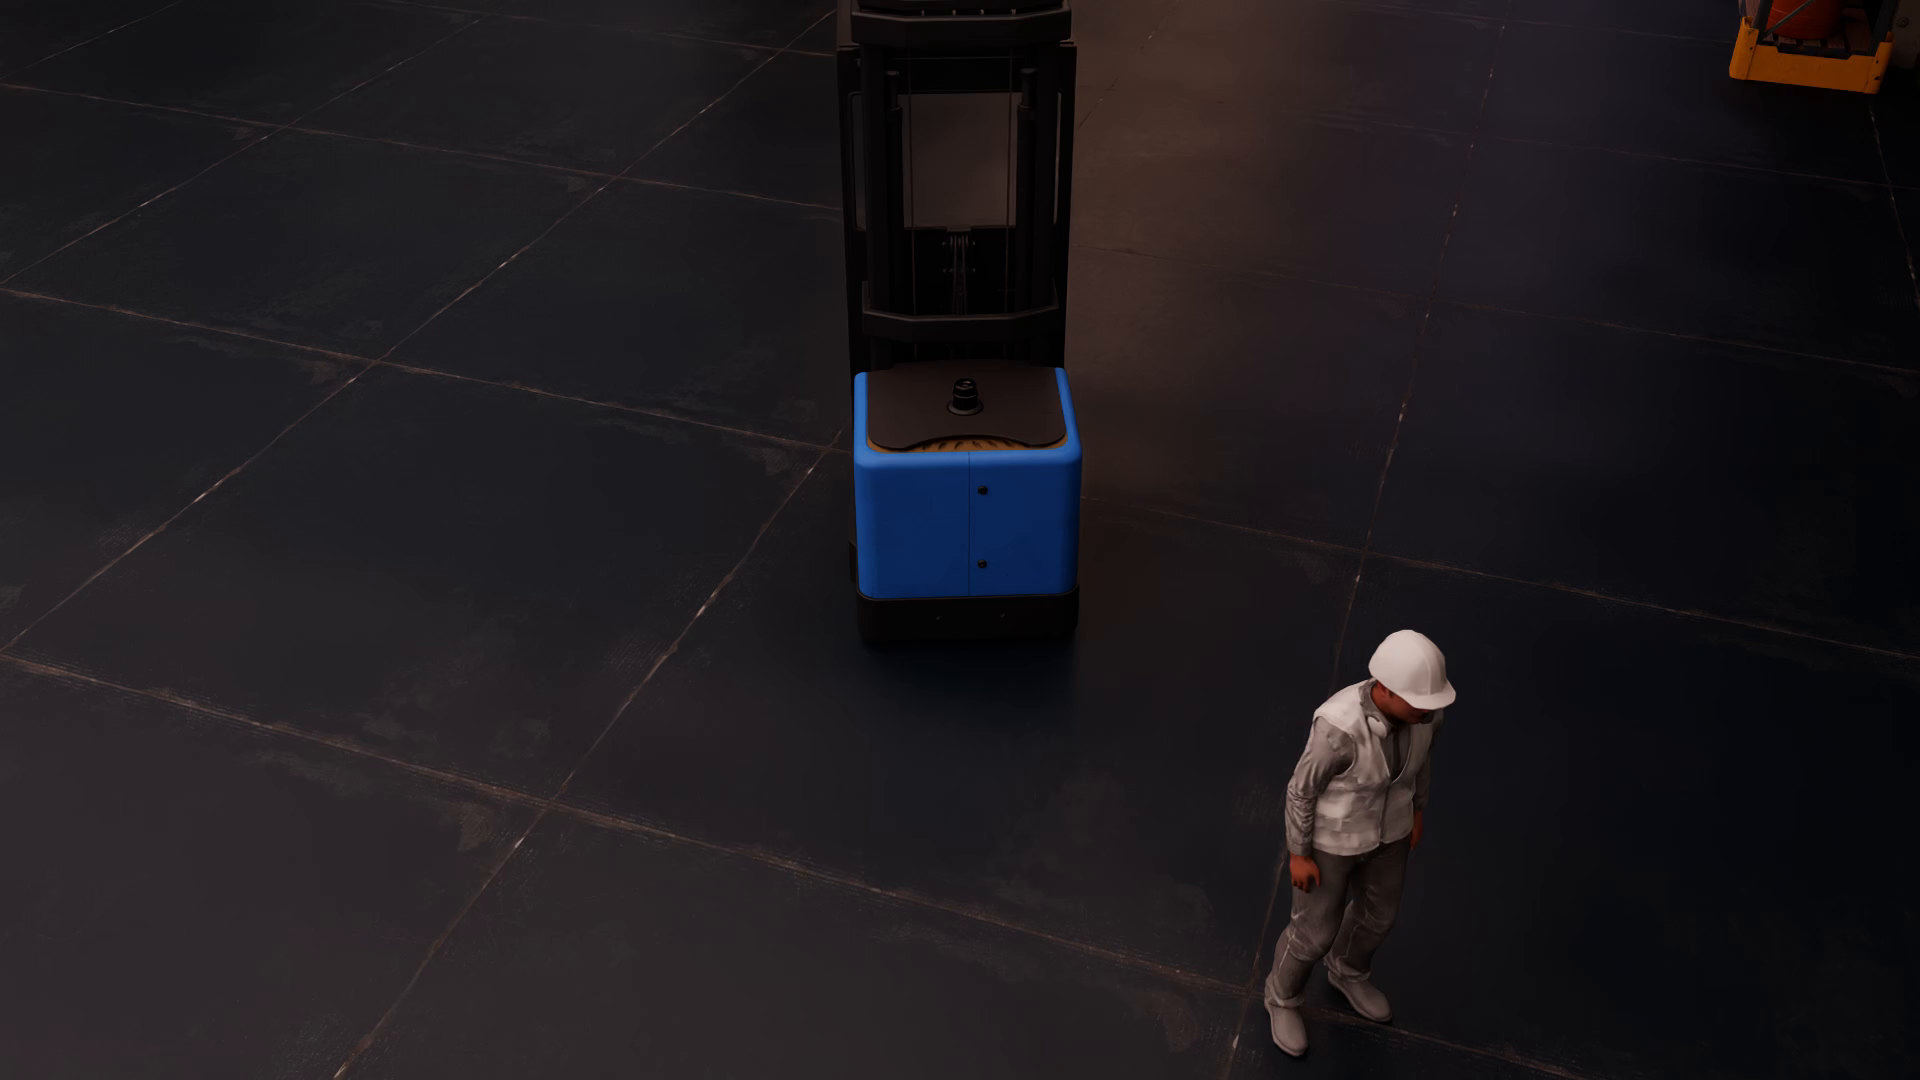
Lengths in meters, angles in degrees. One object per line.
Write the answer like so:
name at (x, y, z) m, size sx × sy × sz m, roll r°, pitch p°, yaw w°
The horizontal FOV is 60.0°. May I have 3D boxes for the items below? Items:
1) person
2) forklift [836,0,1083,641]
person at (1.365, 1.000, 5.705) m, size 0.579 × 1.769 × 0.466 m, roll -15°, pitch 38°, yaw -20°
forklift at (-0.029, -1.547, 8.293) m, size 1.130 × 2.935 × 3.031 m, roll -2°, pitch 35°, yaw -2°
